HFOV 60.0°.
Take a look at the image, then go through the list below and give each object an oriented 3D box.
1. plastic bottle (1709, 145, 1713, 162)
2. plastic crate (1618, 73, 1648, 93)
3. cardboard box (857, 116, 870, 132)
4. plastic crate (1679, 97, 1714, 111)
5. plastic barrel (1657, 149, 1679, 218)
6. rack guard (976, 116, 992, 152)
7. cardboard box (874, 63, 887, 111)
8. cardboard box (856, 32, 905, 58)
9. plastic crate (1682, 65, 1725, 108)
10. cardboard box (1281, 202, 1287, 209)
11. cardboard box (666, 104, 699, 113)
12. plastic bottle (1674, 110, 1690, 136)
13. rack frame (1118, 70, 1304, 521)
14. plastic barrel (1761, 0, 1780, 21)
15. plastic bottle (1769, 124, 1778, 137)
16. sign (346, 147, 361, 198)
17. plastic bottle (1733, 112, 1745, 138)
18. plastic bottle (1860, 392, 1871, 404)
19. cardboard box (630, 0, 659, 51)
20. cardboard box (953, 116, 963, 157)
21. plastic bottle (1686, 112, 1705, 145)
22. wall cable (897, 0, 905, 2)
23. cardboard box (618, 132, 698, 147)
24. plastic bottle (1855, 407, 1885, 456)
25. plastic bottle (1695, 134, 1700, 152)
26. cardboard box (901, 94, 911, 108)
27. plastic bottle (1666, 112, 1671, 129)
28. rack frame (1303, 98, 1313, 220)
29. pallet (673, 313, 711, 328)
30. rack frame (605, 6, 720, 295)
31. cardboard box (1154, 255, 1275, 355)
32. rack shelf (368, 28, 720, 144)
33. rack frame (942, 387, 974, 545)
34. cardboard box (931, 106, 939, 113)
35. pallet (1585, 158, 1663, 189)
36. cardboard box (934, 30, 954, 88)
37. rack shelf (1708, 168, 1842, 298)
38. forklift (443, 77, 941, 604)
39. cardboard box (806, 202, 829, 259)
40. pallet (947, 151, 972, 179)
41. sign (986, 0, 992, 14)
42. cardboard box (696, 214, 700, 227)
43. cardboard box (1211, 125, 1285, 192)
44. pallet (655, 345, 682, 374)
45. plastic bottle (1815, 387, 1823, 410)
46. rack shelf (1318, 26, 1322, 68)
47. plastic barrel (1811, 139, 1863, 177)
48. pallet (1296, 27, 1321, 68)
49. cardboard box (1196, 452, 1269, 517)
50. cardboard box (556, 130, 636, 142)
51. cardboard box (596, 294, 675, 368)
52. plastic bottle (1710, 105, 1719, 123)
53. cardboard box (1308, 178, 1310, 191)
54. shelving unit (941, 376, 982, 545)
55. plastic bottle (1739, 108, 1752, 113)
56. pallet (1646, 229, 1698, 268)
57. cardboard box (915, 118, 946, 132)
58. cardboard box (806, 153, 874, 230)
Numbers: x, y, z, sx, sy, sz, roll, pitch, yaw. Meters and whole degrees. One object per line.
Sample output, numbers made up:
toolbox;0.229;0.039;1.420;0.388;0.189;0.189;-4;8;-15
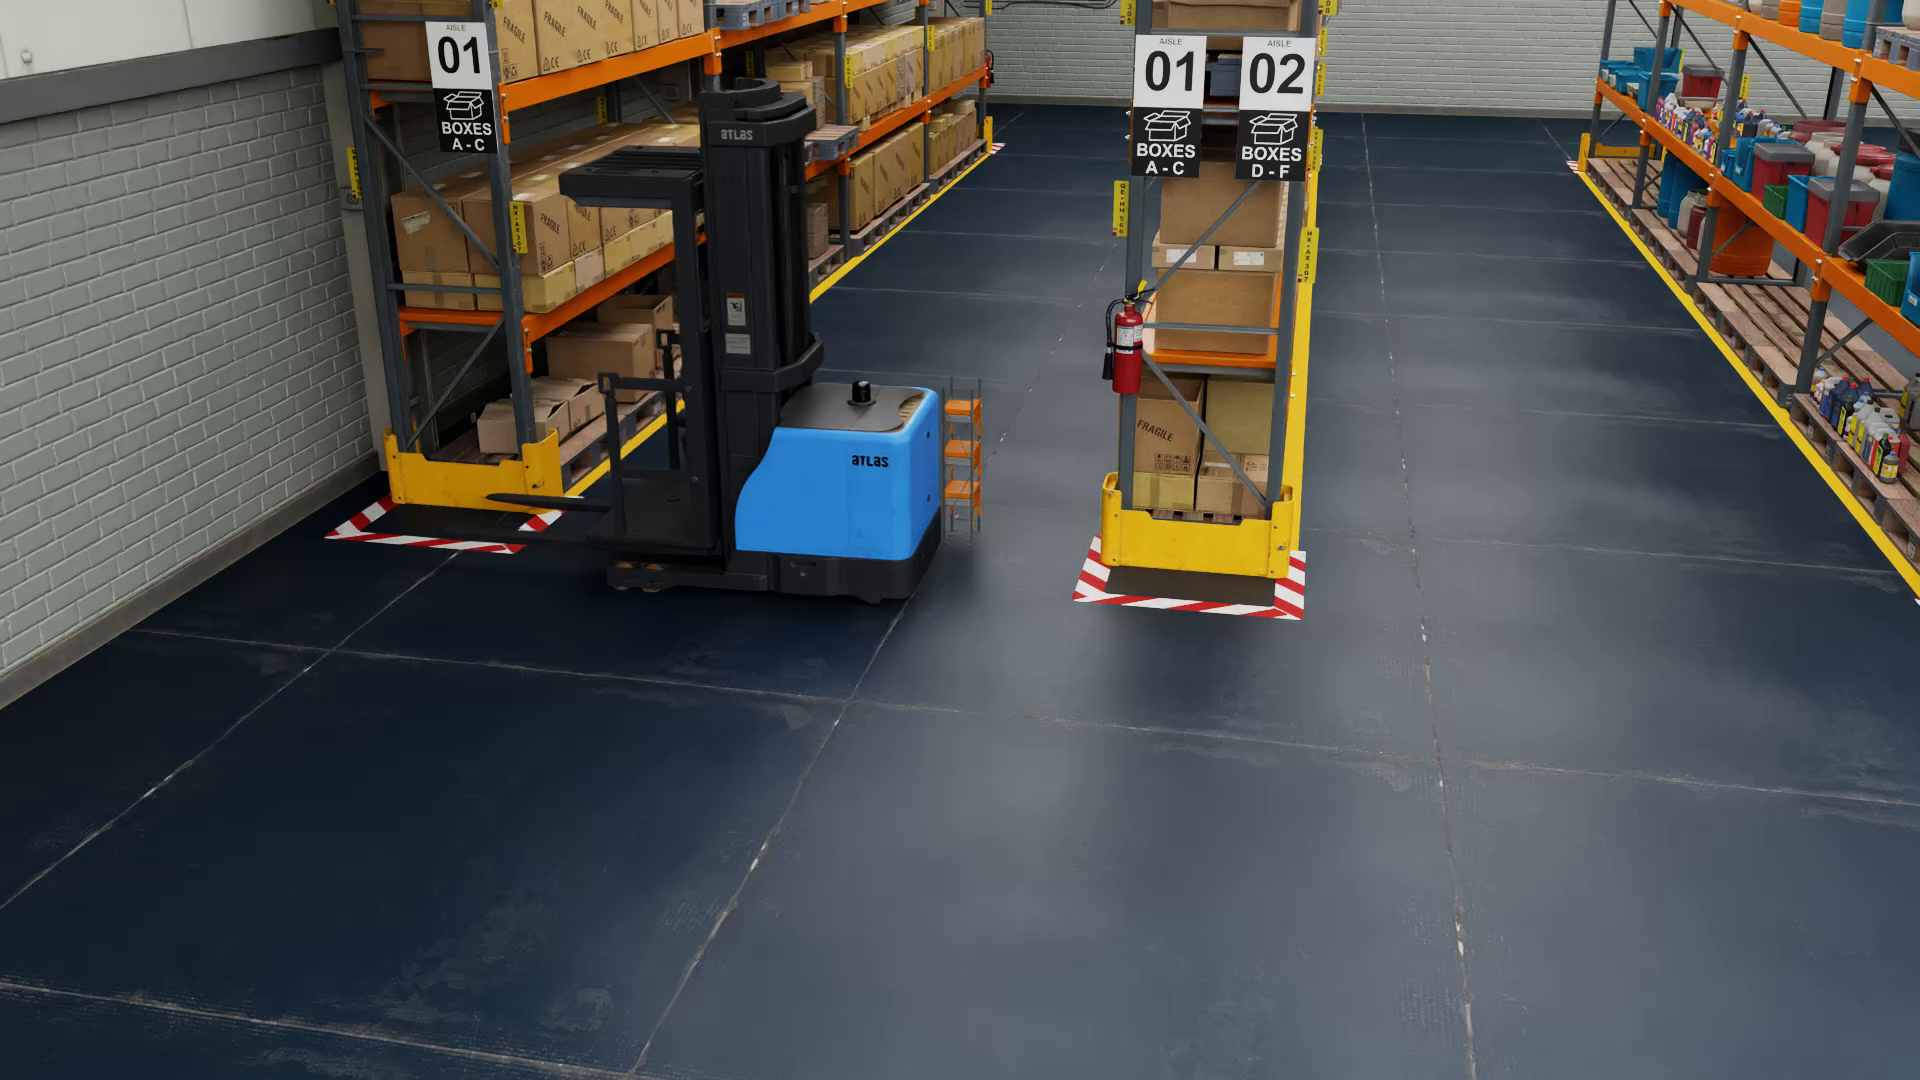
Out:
plastic bottle;7.674;-3.941;16.889;0.097;0.201;0.097;0;22;0
plastic crate;8.898;-6.031;21.957;0.416;0.233;0.300;4;22;11
cardboard box;-1.240;-4.744;18.928;0.380;0.149;0.250;5;23;13
plastic crate;9.019;-5.339;20.368;0.396;0.136;0.243;4;22;11
plastic barrel;8.657;-4.298;19.757;0.600;0.901;0.708;4;22;11
rack guard;-0.093;-6.342;25.931;1.175;0.500;0.348;4;22;11
cardboard box;-1.163;-5.291;19.416;0.500;0.500;0.500;4;22;11
cardboard box;-0.977;-6.008;20.193;0.500;0.250;0.500;5;22;12
plastic crate;9.212;-5.639;20.675;0.402;0.464;0.583;4;22;11
cardboard box;2.039;-2.210;11.324;0.380;0.149;0.250;4;22;10
cardboard box;-2.288;-3.742;15.406;0.700;0.500;0.500;7;23;16
plastic bottle;8.081;-4.653;18.558;0.152;0.276;0.135;4;22;11
rack frame;1.487;-1.265;9.979;1.000;3.000;0.127;4;22;11
plastic barrel;7.588;-5.152;14.944;0.600;0.901;0.600;0;22;0
plastic bottle;8.612;-4.264;17.597;0.097;0.271;0.097;0;22;0
sign;-3.902;-2.374;10.761;0.100;0.325;0.005;4;22;11
plastic bottle;8.642;-4.597;18.424;0.097;0.271;0.097;0;22;0
plastic bottle;6.670;-0.961;12.288;0.097;0.271;0.097;0;22;0
cardboard box;-2.599;-3.958;12.490;0.500;0.500;0.500;4;22;9
cardboard box;-0.347;-5.897;24.265;0.700;0.500;0.500;4;22;9
plastic bottle;7.939;-4.442;17.934;0.144;0.351;0.185;4;22;11
wall cable;-0.763;-8.504;26.594;0.084;1.984;1.851;4;22;11
cardboard box;-2.437;-3.012;13.487;0.500;0.500;0.500;4;22;11
plastic bottle;6.418;-0.768;11.702;0.144;0.351;0.185;5;23;13
plastic bottle;7.821;-4.203;17.540;0.097;0.201;0.097;0;22;0
cardboard box;-0.828;-5.491;20.781;0.380;0.149;0.250;4;22;11
plastic bottle;8.172;-4.832;19.103;0.097;0.201;0.097;0;22;0
rack frame;3.120;-4.190;17.243;1.000;3.000;0.127;4;22;11
pallet;-2.389;-2.095;15.773;1.003;0.211;1.213;4;22;11
rack frame;-2.547;-3.104;14.545;1.000;3.000;0.127;4;22;11
cardboard box;1.595;-1.481;10.381;0.700;0.500;0.500;4;22;11
rack shelf;-2.955;-3.430;12.303;1.077;0.370;4.000;4;22;11
rack frame;-0.014;-0.462;10.595;0.200;1.050;0.008;4;22;11
cardboard box;-0.519;-6.256;24.288;0.380;0.149;0.250;5;22;12
pallet;9.394;-5.145;23.346;1.003;0.211;1.213;4;22;11
cardboard box;-0.633;-6.632;22.905;0.980;0.700;0.700;4;22;10
rack shelf;7.560;-2.746;14.620;1.077;0.370;4.000;4;22;11
forklift;-1.686;-1.230;9.985;3.031;2.935;1.130;4;22;9
cardboard box;-1.826;-3.344;17.899;0.700;0.500;0.500;5;22;12
pallet;-0.436;-5.456;24.118;1.003;0.211;1.213;4;22;11
sign;0.430;-8.093;25.066;0.100;0.325;0.005;4;22;11
cardboard box;-2.456;-2.666;13.631;0.500;0.250;0.500;5;22;11
cardboard box;1.912;-2.662;11.578;0.700;0.500;0.500;4;22;11
pallet;-2.649;-1.562;14.450;1.003;0.211;1.213;4;22;11
plastic bottle;6.616;-1.097;12.719;0.097;0.201;0.097;0;22;0
rack shelf;2.712;-4.517;15.001;1.077;0.370;4.000;4;22;11
plastic barrel;7.881;-3.317;14.924;0.421;0.512;0.421;0;22;0
pallet;1.904;-3.319;11.183;1.003;0.211;1.213;4;22;11
cardboard box;1.814;-0.363;10.859;0.500;0.250;0.500;4;22;11
cardboard box;-2.956;-3.047;13.573;0.500;0.500;0.500;4;22;11
cardboard box;-2.719;-1.766;13.980;0.500;0.500;0.500;3;22;7
plastic bottle;8.894;-5.016;19.559;0.097;0.201;0.097;0;22;0
cardboard box;3.802;-3.946;19.393;0.500;0.500;0.500;4;22;9
shelving unit;0.011;-0.507;10.706;0.215;1.050;0.252;4;22;11
plastic bottle;8.843;-4.730;18.749;0.152;0.276;0.135;4;22;11
pallet;8.339;-3.254;18.652;1.003;0.211;1.213;4;22;11
cardboard box;-0.413;-5.743;23.013;0.380;0.149;0.250;5;23;13
cardboard box;-1.452;-4.023;19.144;0.750;0.750;0.750;4;22;10
